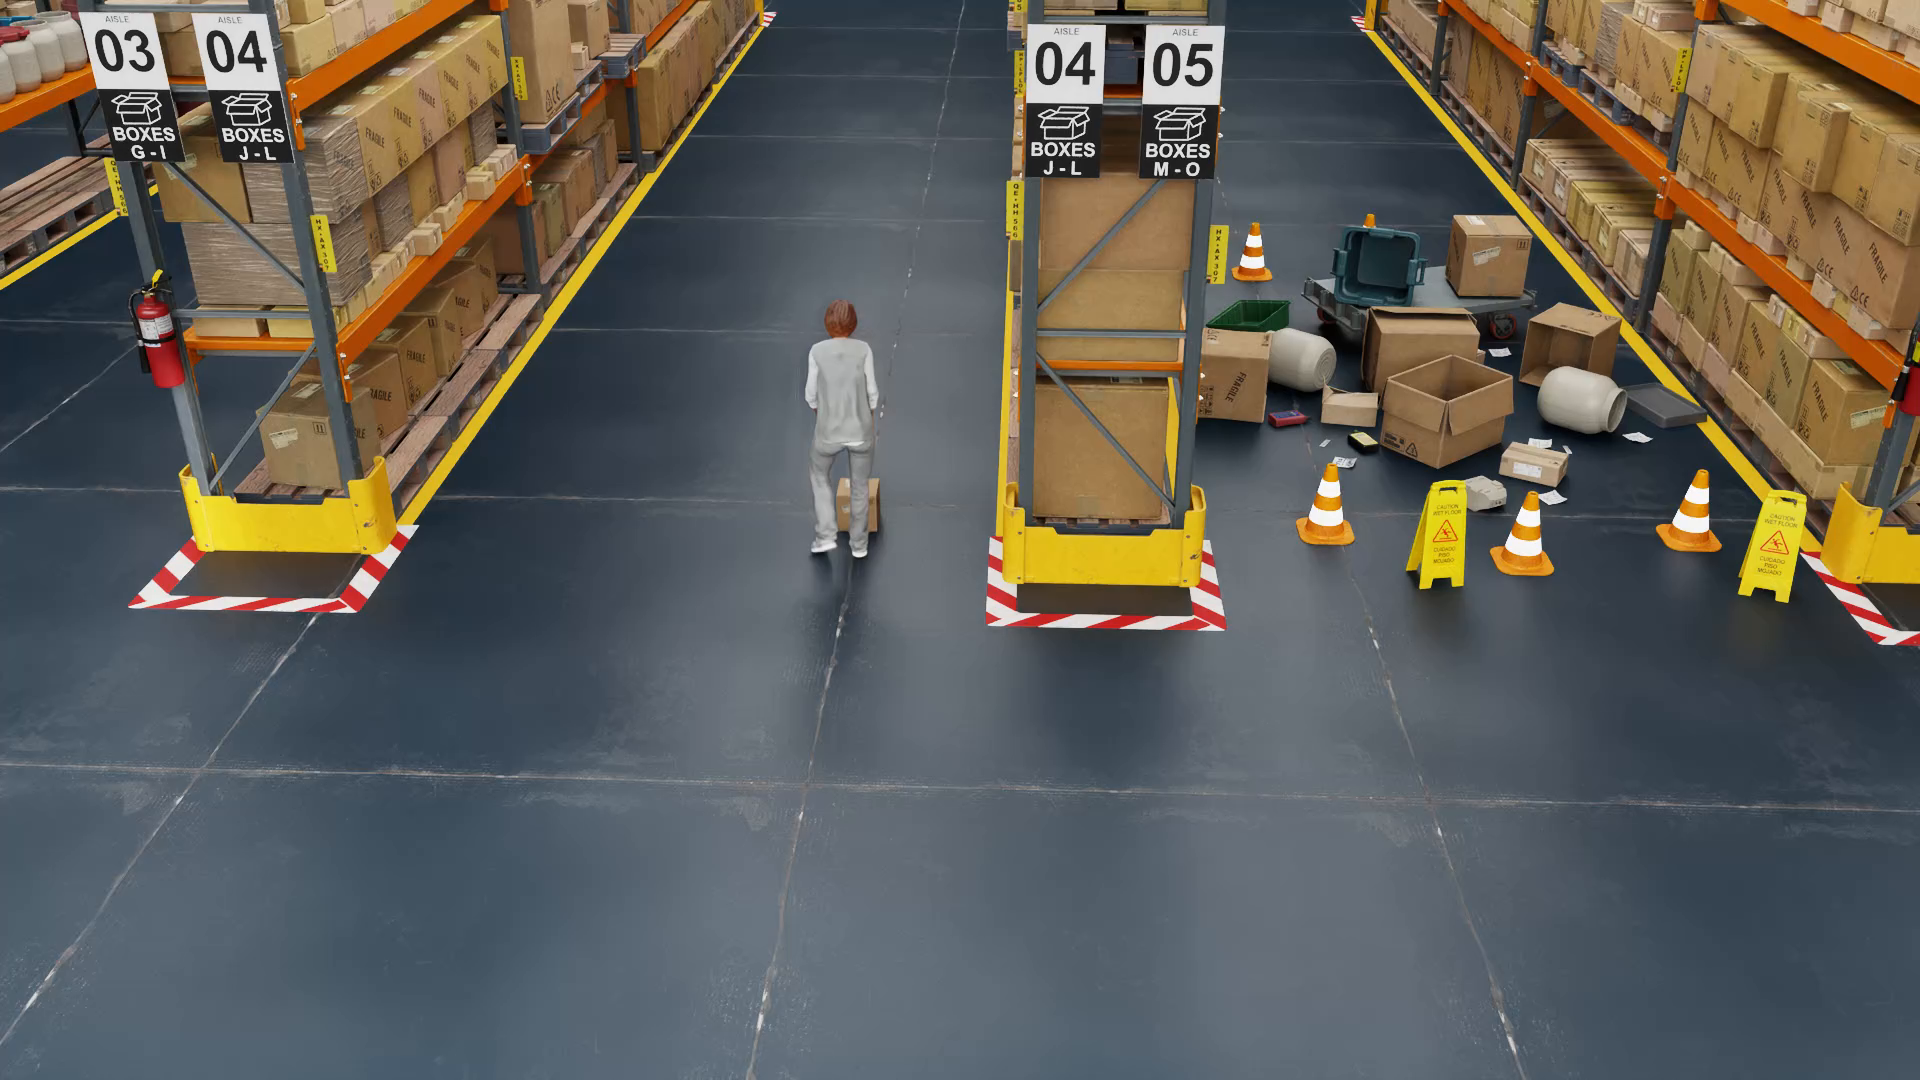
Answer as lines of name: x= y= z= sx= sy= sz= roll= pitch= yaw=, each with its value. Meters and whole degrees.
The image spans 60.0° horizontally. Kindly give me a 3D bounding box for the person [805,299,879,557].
person: x=-0.693 y=-0.634 z=9.812 sx=0.436 sy=1.577 sz=0.511 roll=-2 pitch=28 yaw=-4
